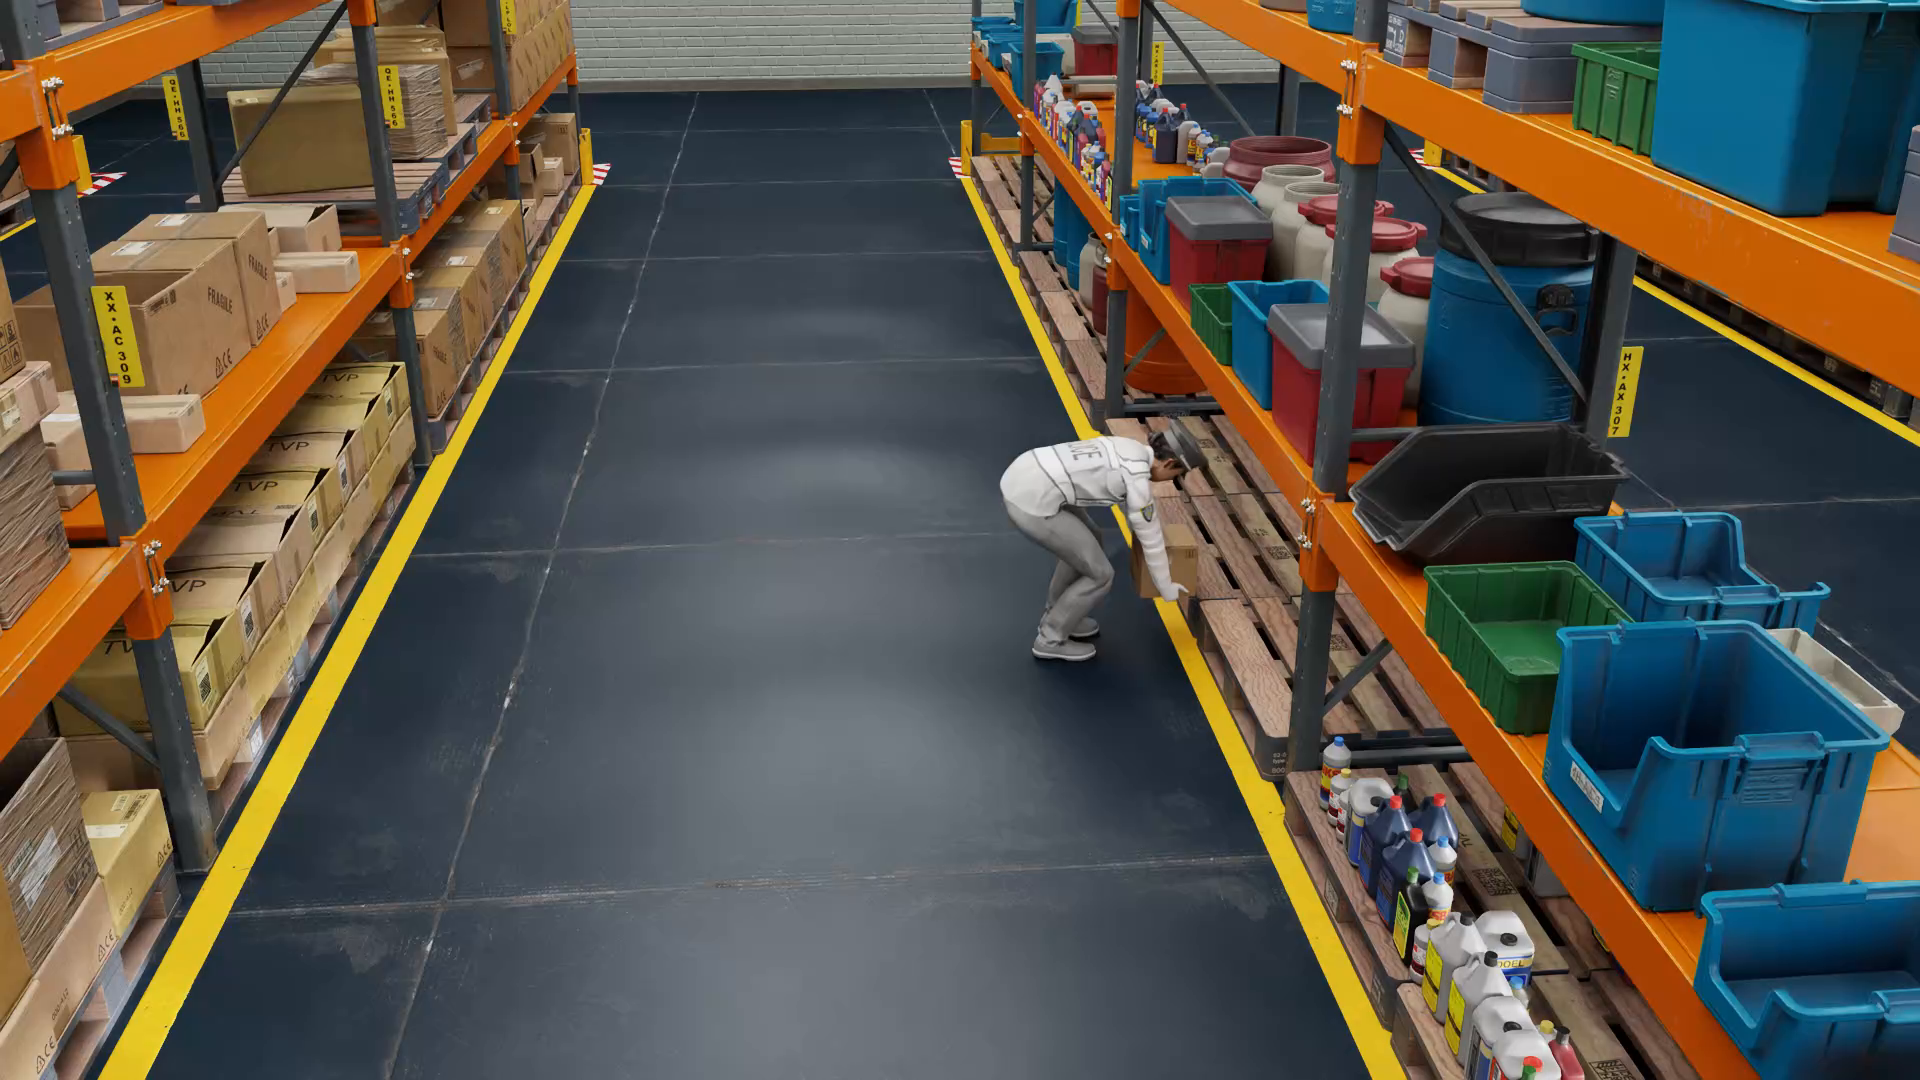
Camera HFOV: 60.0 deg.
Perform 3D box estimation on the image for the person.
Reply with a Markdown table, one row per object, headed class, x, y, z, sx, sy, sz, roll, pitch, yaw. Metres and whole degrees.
| class | x | y | z | sx | sy | sz | roll | pitch | yaw |
| --- | --- | --- | --- | --- | --- | --- | --- | --- | --- |
| person | 0.638 | -0.011 | 7.389 | 0.921 | 1.049 | 0.445 | -3 | 24 | -8 |
